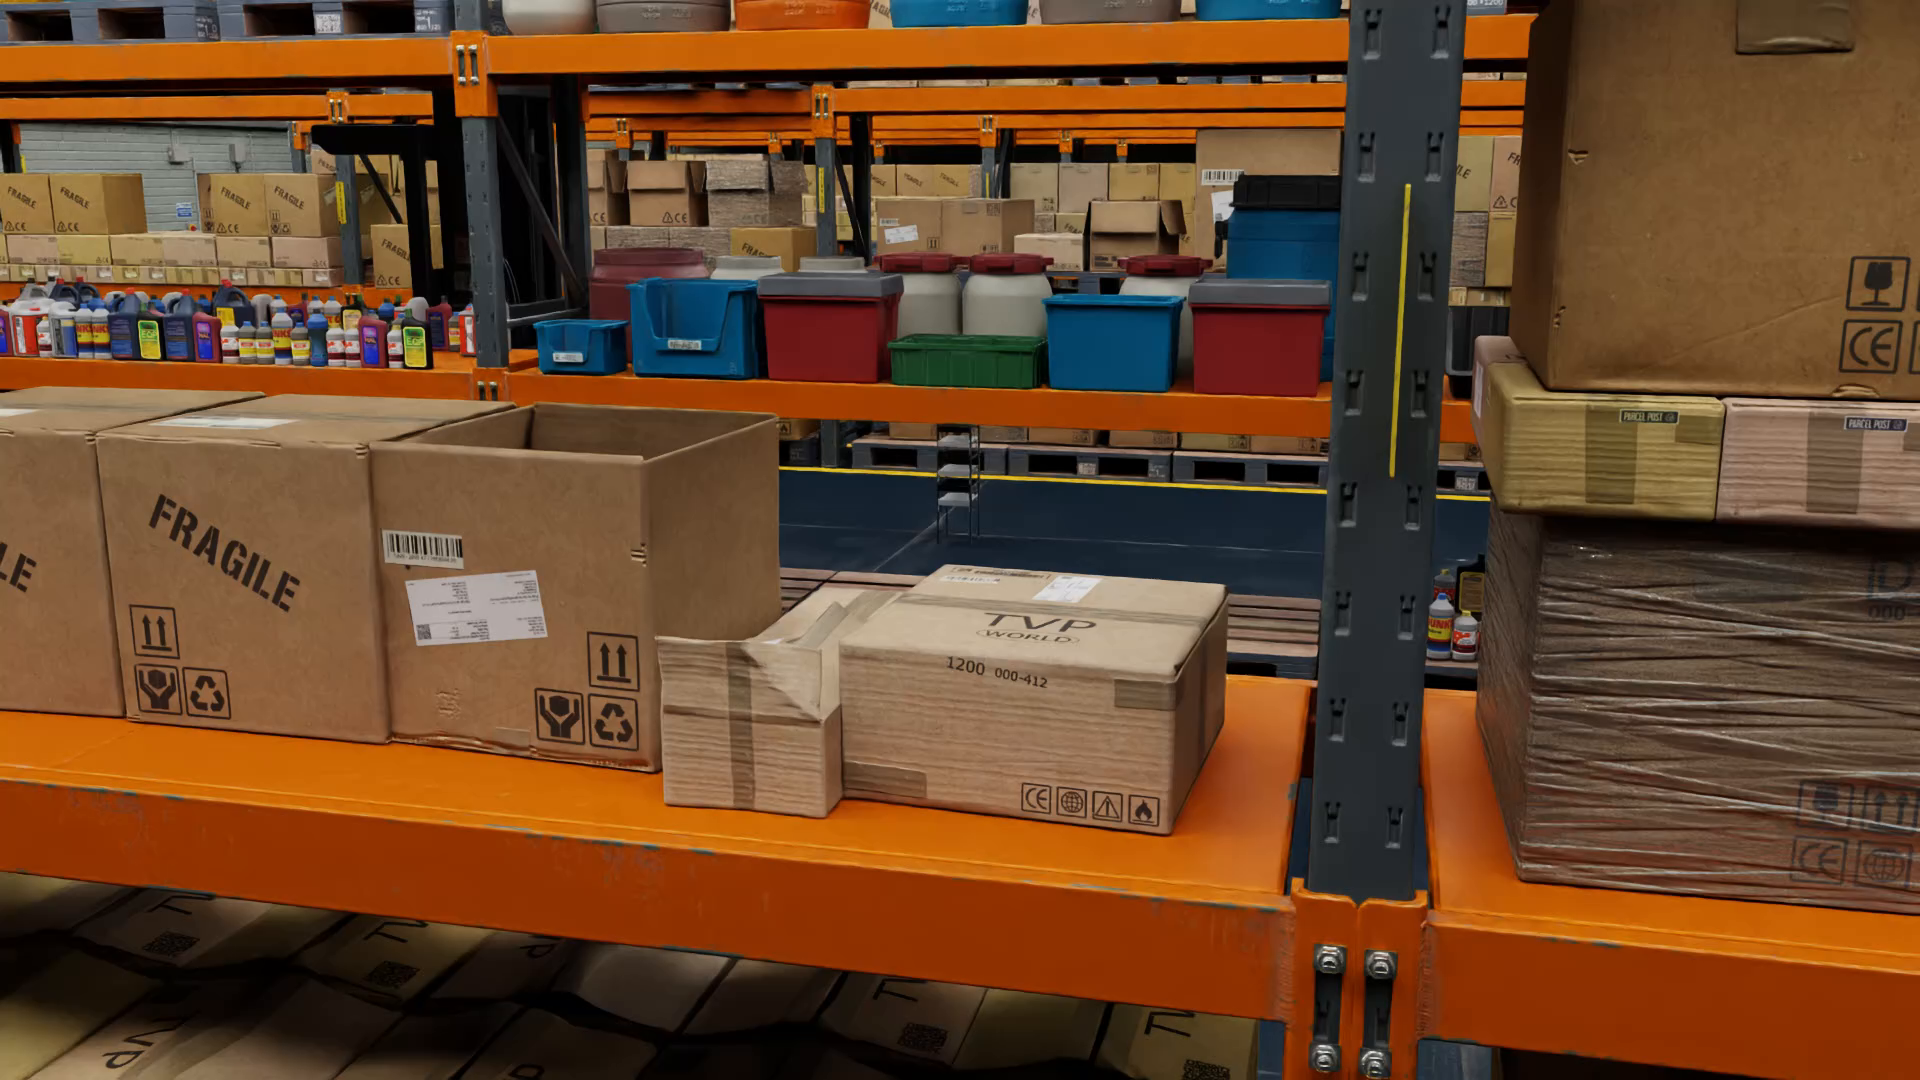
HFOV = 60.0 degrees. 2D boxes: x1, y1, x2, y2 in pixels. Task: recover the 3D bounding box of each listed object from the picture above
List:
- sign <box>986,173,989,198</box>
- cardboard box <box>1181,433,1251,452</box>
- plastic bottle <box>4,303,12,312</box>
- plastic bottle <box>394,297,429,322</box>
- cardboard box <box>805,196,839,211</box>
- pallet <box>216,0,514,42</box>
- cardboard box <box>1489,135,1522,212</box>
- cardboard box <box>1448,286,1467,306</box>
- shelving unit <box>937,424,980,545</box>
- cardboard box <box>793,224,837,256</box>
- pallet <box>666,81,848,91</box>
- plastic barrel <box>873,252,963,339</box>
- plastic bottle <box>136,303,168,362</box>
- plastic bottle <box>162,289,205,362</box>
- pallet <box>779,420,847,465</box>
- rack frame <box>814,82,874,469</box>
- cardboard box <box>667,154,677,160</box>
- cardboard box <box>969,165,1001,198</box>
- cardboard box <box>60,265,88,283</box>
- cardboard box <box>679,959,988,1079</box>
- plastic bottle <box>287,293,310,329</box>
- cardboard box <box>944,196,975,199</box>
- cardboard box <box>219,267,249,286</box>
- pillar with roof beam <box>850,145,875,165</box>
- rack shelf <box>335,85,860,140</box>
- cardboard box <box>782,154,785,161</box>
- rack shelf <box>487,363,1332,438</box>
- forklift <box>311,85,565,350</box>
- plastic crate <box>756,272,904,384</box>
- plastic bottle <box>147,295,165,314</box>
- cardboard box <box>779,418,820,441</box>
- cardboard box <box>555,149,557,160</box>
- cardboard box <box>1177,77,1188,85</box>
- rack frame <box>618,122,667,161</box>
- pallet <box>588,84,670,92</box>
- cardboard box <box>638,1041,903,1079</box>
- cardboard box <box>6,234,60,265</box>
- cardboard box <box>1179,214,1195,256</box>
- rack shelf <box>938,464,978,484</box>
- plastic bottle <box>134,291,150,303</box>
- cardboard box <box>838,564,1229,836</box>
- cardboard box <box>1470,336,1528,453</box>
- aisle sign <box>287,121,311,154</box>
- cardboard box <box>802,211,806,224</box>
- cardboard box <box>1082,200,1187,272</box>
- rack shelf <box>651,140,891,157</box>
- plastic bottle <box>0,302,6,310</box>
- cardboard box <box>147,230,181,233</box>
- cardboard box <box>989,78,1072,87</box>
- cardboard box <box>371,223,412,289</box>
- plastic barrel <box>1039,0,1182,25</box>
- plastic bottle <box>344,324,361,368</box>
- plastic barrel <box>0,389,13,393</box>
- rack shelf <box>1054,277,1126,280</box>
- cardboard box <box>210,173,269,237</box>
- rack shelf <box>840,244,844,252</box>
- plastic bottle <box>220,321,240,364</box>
[{"bbox_3d":[0.281,-3.567,16.896,0.005,0.325,0.100,3,13,14],"label":"sign"},{"bbox_3d":[1.949,-0.969,12.433,0.500,0.500,0.700,3,13,13],"label":"cardboard box"},{"bbox_3d":[-5.261,-1.214,9.239,0.097,0.201,0.097,0,13,0],"label":"plastic bottle"},{"bbox_3d":[-2.864,-1.130,8.687,0.135,0.276,0.152,3,13,14],"label":"plastic bottle"},{"bbox_3d":[-1.439,-3.525,17.432,0.250,0.149,0.380,4,13,16],"label":"cardboard box"},{"bbox_3d":[-2.791,-2.508,8.125,1.213,0.211,1.003,3,13,14],"label":"pallet"},{"bbox_3d":[3.860,-2.490,11.304,0.500,0.500,0.500,3,13,14],"label":"cardboard box"},{"bbox_3d":[3.375,-1.697,11.538,0.250,0.149,0.380,3,13,14],"label":"cardboard box"},{"bbox_3d":[-0.008,-0.440,10.138,0.210,0.900,0.258,3,13,14],"label":"shelving unit"},{"bbox_3d":[-1.292,-2.249,13.213,0.500,0.500,0.500,3,13,15],"label":"cardboard box"},{"bbox_3d":[-1.523,-3.512,12.648,1.003,0.211,1.213,4,13,16],"label":"pallet"},{"bbox_3d":[-0.197,-1.091,7.912,0.433,0.535,0.433,0,13,0],"label":"plastic barrel"},{"bbox_3d":[-3.985,-1.026,8.202,0.133,0.283,0.061,3,13,14],"label":"plastic bottle"},{"bbox_3d":[-3.821,-1.059,8.197,0.185,0.351,0.144,3,13,14],"label":"plastic bottle"},{"bbox_3d":[-1.632,-0.813,13.410,1.213,0.211,1.003,3,13,14],"label":"pallet"},{"bbox_3d":[-0.885,-2.117,12.852,0.127,3.000,1.000,3,13,14],"label":"rack frame"},{"bbox_3d":[-3.995,-5.291,23.121,0.250,0.149,0.380,3,13,12],"label":"cardboard box"},{"bbox_3d":[0.425,-4.735,22.111,0.500,0.500,0.500,3,13,15],"label":"cardboard box"},{"bbox_3d":[-7.388,-2.269,14.116,0.250,0.149,0.380,3,13,12],"label":"cardboard box"},{"bbox_3d":[-0.205,0.936,3.174,0.500,0.311,0.500,3,13,13],"label":"cardboard box"},{"bbox_3d":[-3.525,-1.179,8.891,0.133,0.283,0.061,3,13,14],"label":"plastic bottle"},{"bbox_3d":[-0.005,-3.593,17.740,0.250,0.149,0.380,3,13,14],"label":"cardboard box"},{"bbox_3d":[-5.892,-2.189,13.756,0.250,0.149,0.380,3,13,15],"label":"cardboard box"},{"bbox_3d":[-2.700,-7.702,24.173,0.400,9.000,9.100,3,13,14],"label":"pillar with roof beam"},{"bbox_3d":[-2.827,-3.334,13.073,4.000,0.370,1.077,3,13,14],"label":"rack shelf"},{"bbox_3d":[-2.638,-5.334,23.311,0.250,0.149,0.380,3,13,13],"label":"cardboard box"},{"bbox_3d":[-0.130,-0.621,7.768,4.000,0.370,1.077,3,13,14],"label":"rack shelf"},{"bbox_3d":[-3.440,-1.643,10.872,3.031,2.935,1.130,4,13,16],"label":"forklift"},{"bbox_3d":[-0.576,-0.959,7.483,0.583,0.464,0.402,3,13,14],"label":"plastic crate"},{"bbox_3d":[-4.307,-1.177,8.910,0.097,0.271,0.097,0,13,0],"label":"plastic bottle"},{"bbox_3d":[-1.550,-1.325,13.218,0.875,0.875,1.225,2,13,11],"label":"cardboard box"},{"bbox_3d":[-4.506,-4.038,18.284,0.500,0.500,0.500,3,13,12],"label":"cardboard box"},{"bbox_3d":[2.037,-4.693,16.543,0.500,0.311,0.500,3,13,13],"label":"cardboard box"},{"bbox_3d":[-3.482,-3.363,18.465,0.127,3.000,1.000,3,13,14],"label":"rack frame"},{"bbox_3d":[-2.609,-3.569,12.907,1.213,0.211,1.003,4,13,16],"label":"pallet"},{"bbox_3d":[-0.347,1.050,2.658,0.500,0.311,0.500,3,13,15],"label":"cardboard box"},{"bbox_3d":[-7.744,-2.497,14.224,0.500,0.250,0.500,3,13,13],"label":"cardboard box"},{"bbox_3d":[2.240,-3.046,16.805,0.500,0.500,0.500,3,13,13],"label":"cardboard box"},{"bbox_3d":[-0.008,-0.407,10.145,0.200,0.077,0.258,3,13,14],"label":"rack shelf"},{"bbox_3d":[-4.520,-1.218,9.086,0.135,0.276,0.152,3,13,14],"label":"plastic bottle"},{"bbox_3d":[0.133,0.230,2.618,0.500,0.250,0.500,4,13,17],"label":"cardboard box"},{"bbox_3d":[0.937,-0.223,2.586,0.250,0.149,0.380,3,13,13],"label":"cardboard box"},{"bbox_3d":[-7.508,-4.780,18.852,0.004,0.787,0.394,3,13,14],"label":"aisle sign"},{"bbox_3d":[-1.691,-3.392,17.523,0.250,0.149,0.380,3,13,12],"label":"cardboard box"},{"bbox_3d":[1.293,-2.236,12.178,0.637,0.503,0.797,4,13,19],"label":"cardboard box"},{"bbox_3d":[-3.150,-6.670,28.107,4.000,0.370,1.077,3,13,14],"label":"rack shelf"},{"bbox_3d":[-5.376,-1.234,9.328,0.097,0.201,0.097,0,13,0],"label":"plastic bottle"},{"bbox_3d":[-7.131,-2.582,14.608,0.500,0.250,0.500,3,13,12],"label":"cardboard box"},{"bbox_3d":[0.510,-3.379,11.961,0.500,0.250,0.500,3,13,15],"label":"cardboard box"},{"bbox_3d":[-4.382,-2.297,13.432,0.500,0.500,0.500,3,13,14],"label":"cardboard box"},{"bbox_3d":[0.631,-2.592,6.909,0.600,0.901,0.600,0,13,0],"label":"plastic barrel"},{"bbox_3d":[-2.898,-0.932,7.968,0.097,0.201,0.097,0,13,0],"label":"plastic bottle"},{"bbox_3d":[-5.431,-0.432,9.132,0.708,0.901,0.600,3,13,14],"label":"plastic barrel"},{"bbox_3d":[2.343,-2.700,17.140,4.000,0.370,1.077,3,13,14],"label":"rack shelf"},{"bbox_3d":[-5.764,-2.758,13.666,0.500,0.500,0.500,3,13,14],"label":"cardboard box"},{"bbox_3d":[-0.452,-3.954,22.791,4.000,0.370,1.077,3,13,14],"label":"rack shelf"},{"bbox_3d":[-3.560,-0.967,8.127,0.097,0.201,0.097,0,13,0],"label":"plastic bottle"}]
